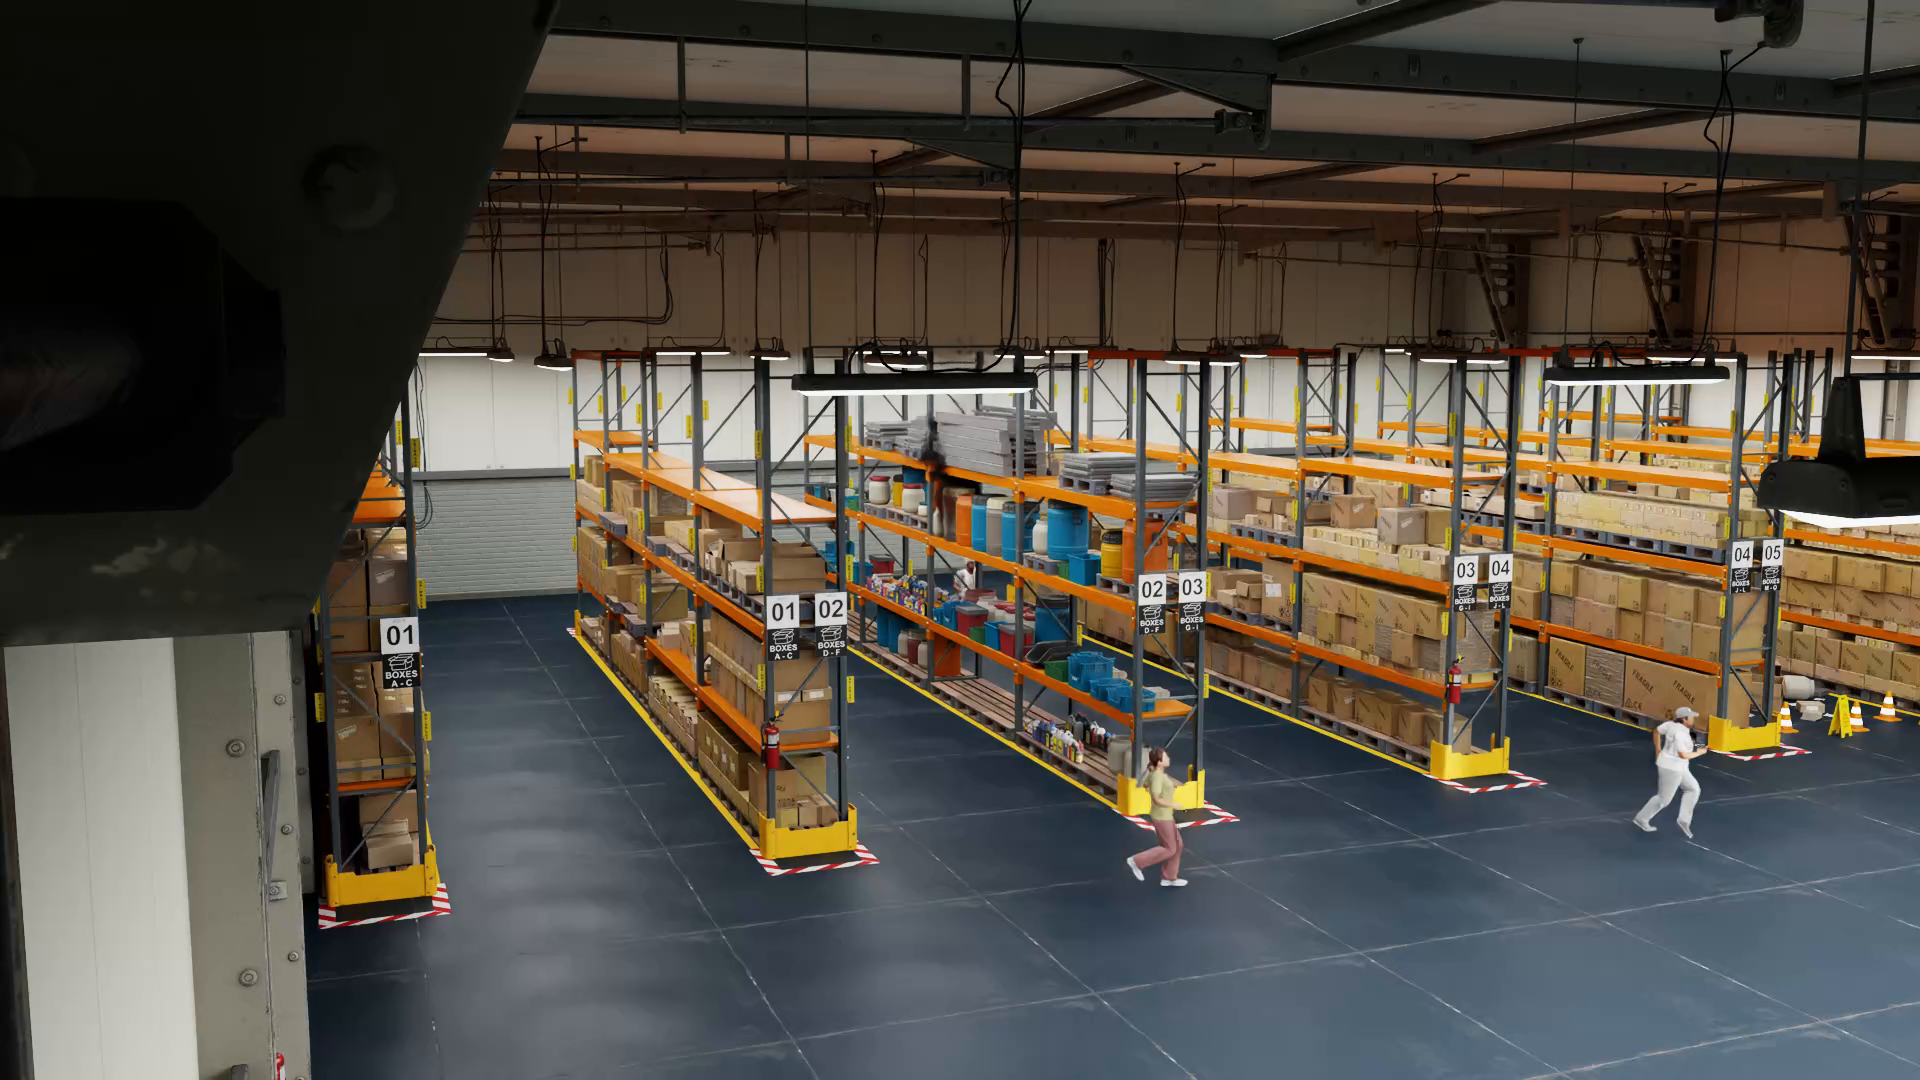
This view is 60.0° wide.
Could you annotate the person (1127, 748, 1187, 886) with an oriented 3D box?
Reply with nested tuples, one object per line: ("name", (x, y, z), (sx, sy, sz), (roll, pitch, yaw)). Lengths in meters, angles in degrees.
("person", (2.261, 3.167, 19.019), (0.702, 1.622, 0.584), (0, 7, 0))

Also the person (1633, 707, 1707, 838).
("person", (8.951, 2.923, 20.953), (0.817, 1.697, 0.626), (2, 7, 17))

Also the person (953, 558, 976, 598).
("person", (0.157, 1.207, 34.251), (0.707, 1.769, 0.961), (-5, 9, -34))
